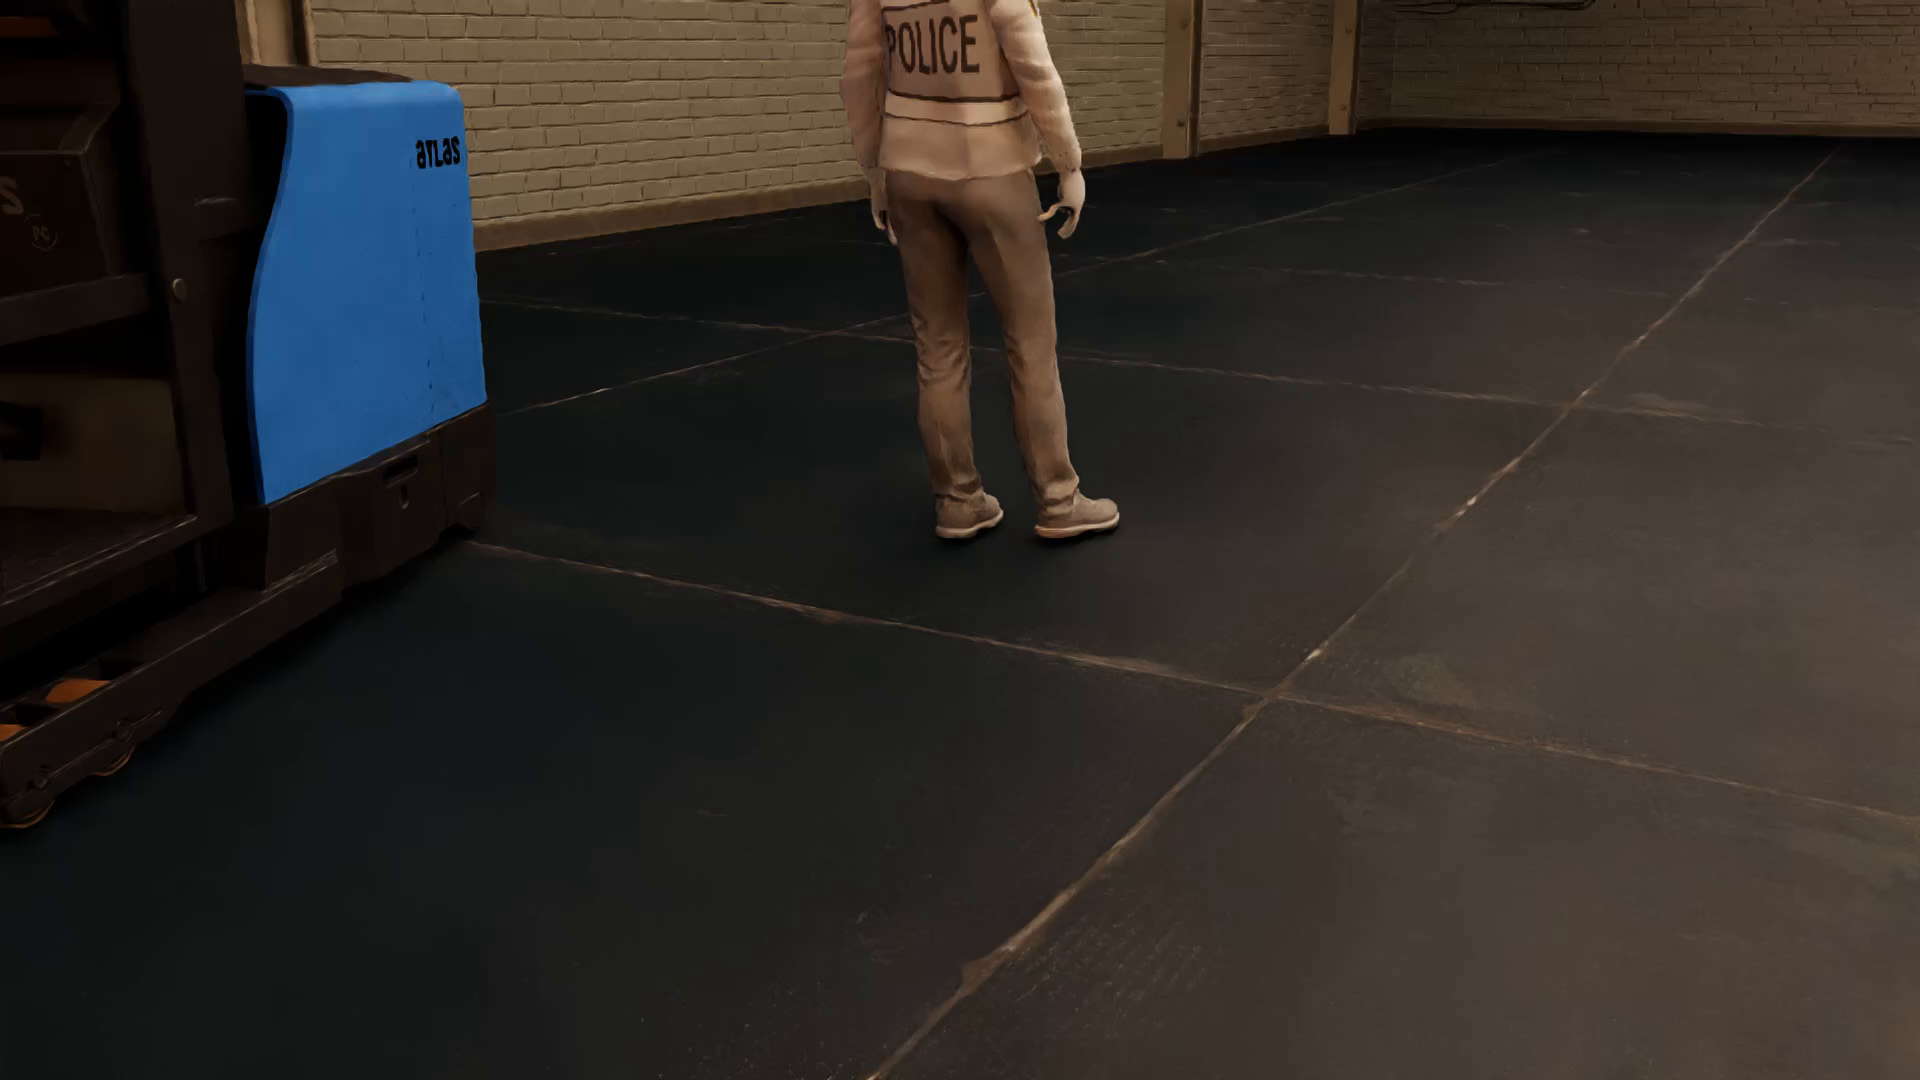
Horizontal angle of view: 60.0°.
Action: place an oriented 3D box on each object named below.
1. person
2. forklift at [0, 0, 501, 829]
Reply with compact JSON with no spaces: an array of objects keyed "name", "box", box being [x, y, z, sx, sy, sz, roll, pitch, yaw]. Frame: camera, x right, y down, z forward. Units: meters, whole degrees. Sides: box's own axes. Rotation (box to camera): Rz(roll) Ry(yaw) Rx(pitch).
[{"name":"person","box":[0.039,-0.836,3.852,0.586,1.695,0.533,9,19,28]},{"name":"forklift","box":[-1.900,-1.072,2.490,1.130,2.935,3.031,3,17,9]}]
